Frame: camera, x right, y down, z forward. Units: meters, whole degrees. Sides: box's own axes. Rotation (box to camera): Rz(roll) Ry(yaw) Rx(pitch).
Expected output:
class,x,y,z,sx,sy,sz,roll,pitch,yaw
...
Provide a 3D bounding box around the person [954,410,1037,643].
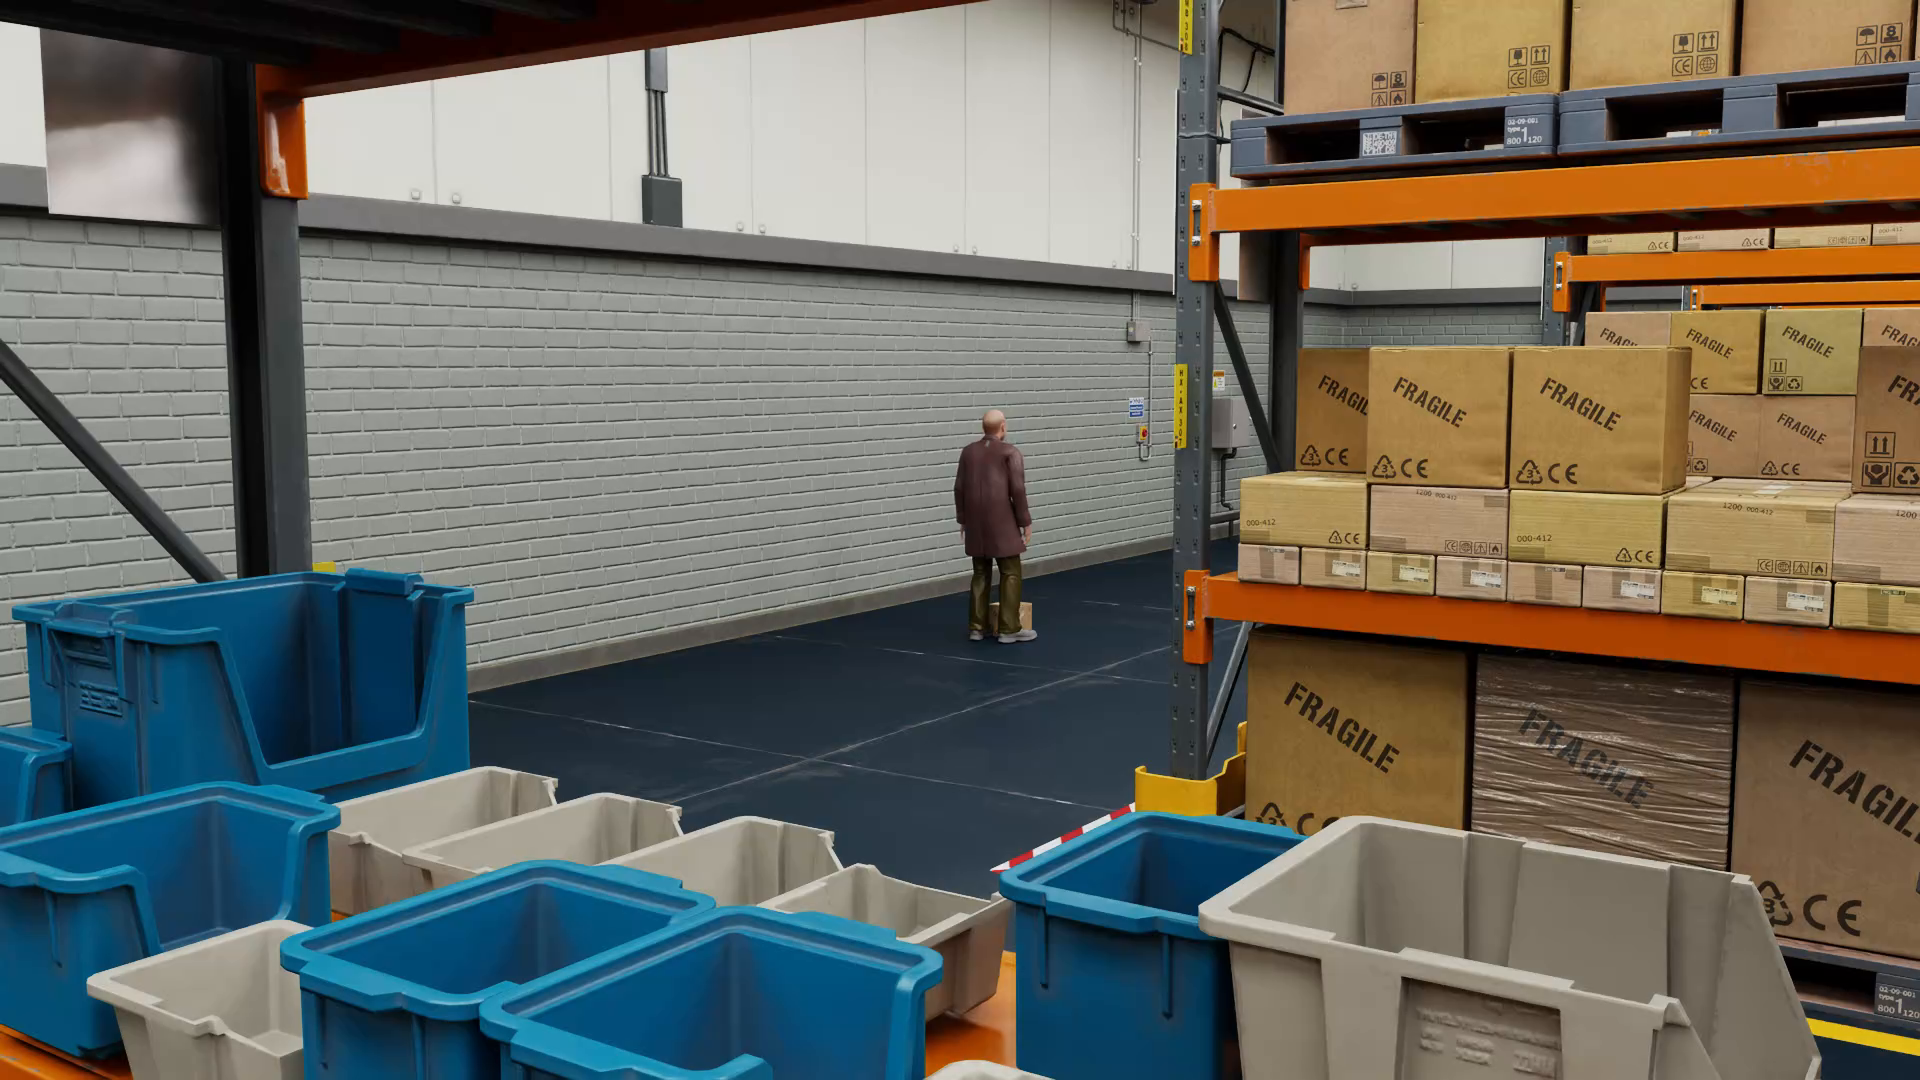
class,x,y,z,sx,sy,sz,roll,pitch,yaw
person,0.255,-0.112,12.794,0.655,1.774,0.416,4,7,32
